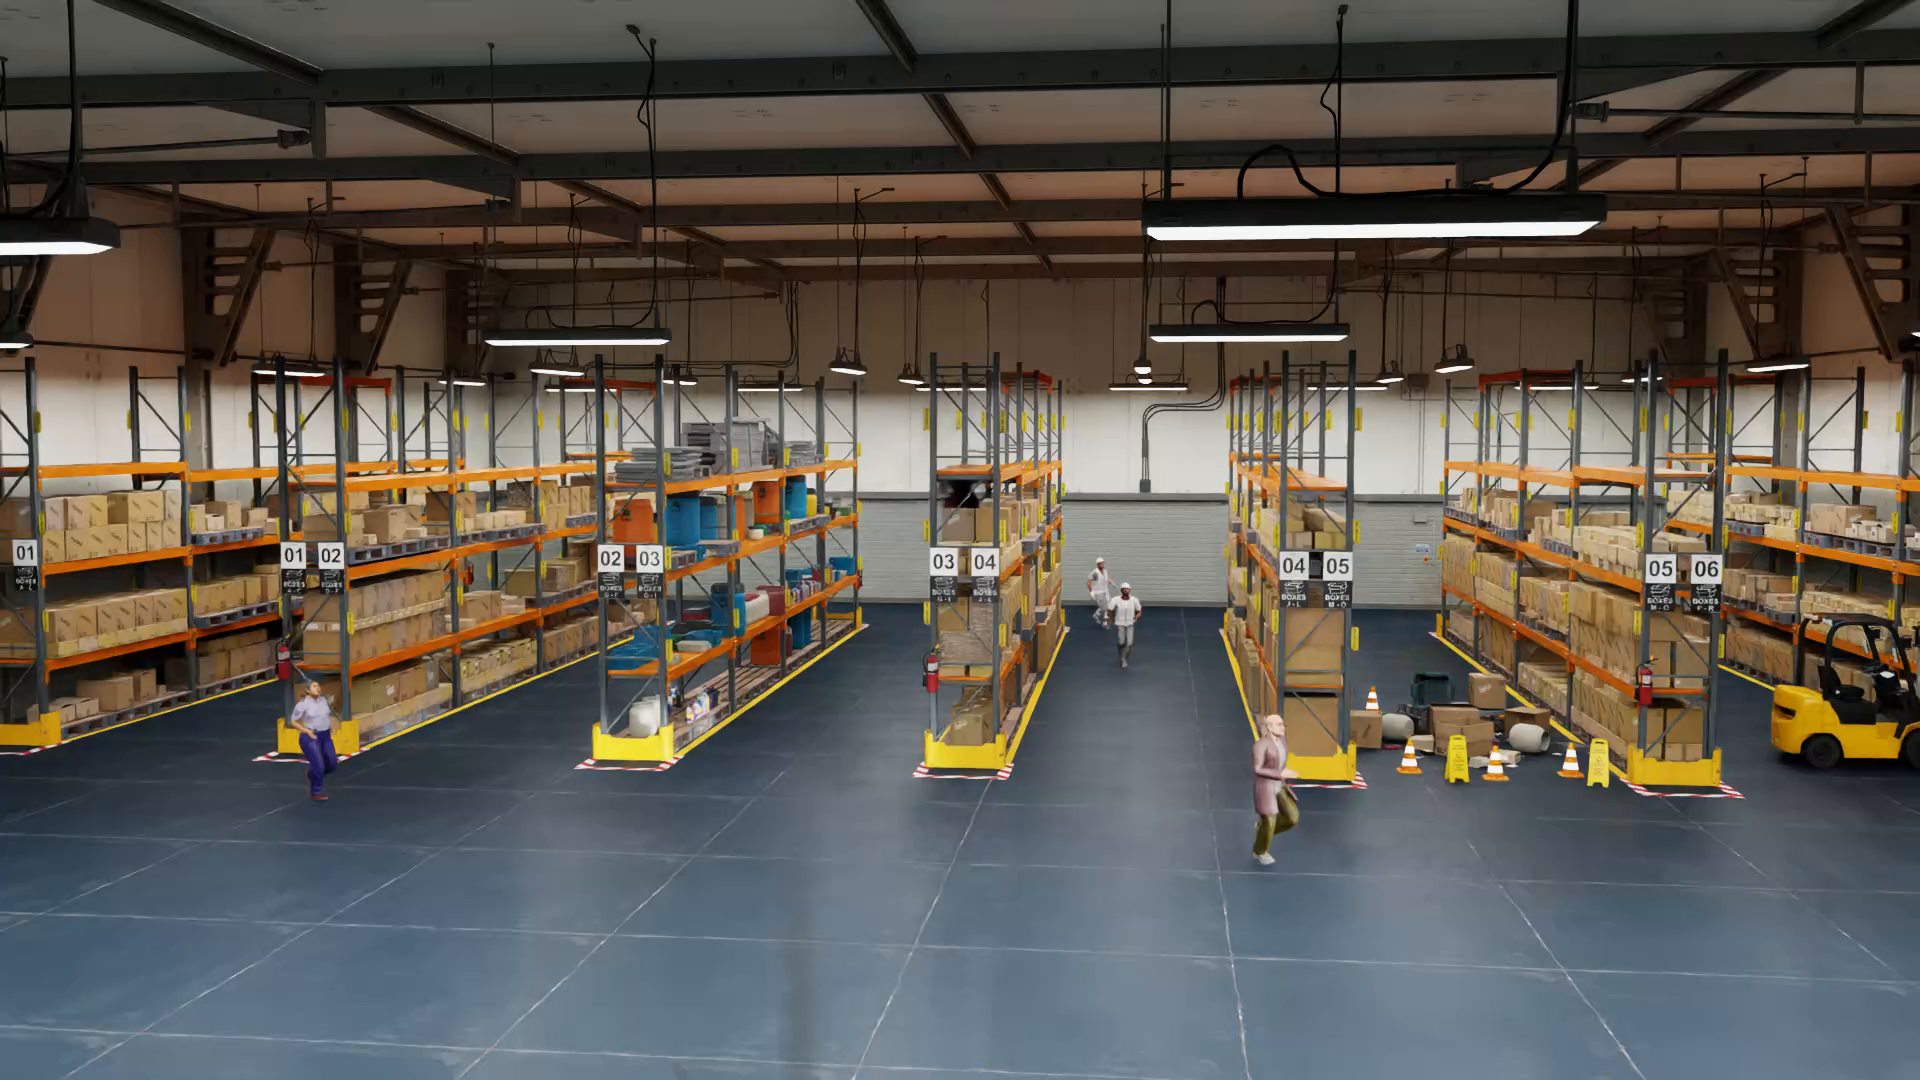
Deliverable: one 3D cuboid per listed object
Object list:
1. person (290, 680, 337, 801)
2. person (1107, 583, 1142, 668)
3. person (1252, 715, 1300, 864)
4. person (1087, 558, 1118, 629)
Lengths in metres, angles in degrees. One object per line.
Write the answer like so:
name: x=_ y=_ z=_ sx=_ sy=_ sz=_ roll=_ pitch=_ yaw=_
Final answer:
person: x=-8.570 y=2.684 z=22.066 sx=0.559 sy=1.514 sz=0.605 roll=2 pitch=5 yaw=31
person: x=3.388 y=1.742 z=34.135 sx=0.716 sy=1.729 sz=0.582 roll=0 pitch=4 yaw=-2
person: x=3.552 y=2.813 z=18.700 sx=0.761 sy=1.728 sz=0.723 roll=-3 pitch=5 yaw=-40
person: x=3.378 y=1.293 z=40.338 sx=0.770 sy=1.743 sz=0.623 roll=-3 pitch=5 yaw=-36
